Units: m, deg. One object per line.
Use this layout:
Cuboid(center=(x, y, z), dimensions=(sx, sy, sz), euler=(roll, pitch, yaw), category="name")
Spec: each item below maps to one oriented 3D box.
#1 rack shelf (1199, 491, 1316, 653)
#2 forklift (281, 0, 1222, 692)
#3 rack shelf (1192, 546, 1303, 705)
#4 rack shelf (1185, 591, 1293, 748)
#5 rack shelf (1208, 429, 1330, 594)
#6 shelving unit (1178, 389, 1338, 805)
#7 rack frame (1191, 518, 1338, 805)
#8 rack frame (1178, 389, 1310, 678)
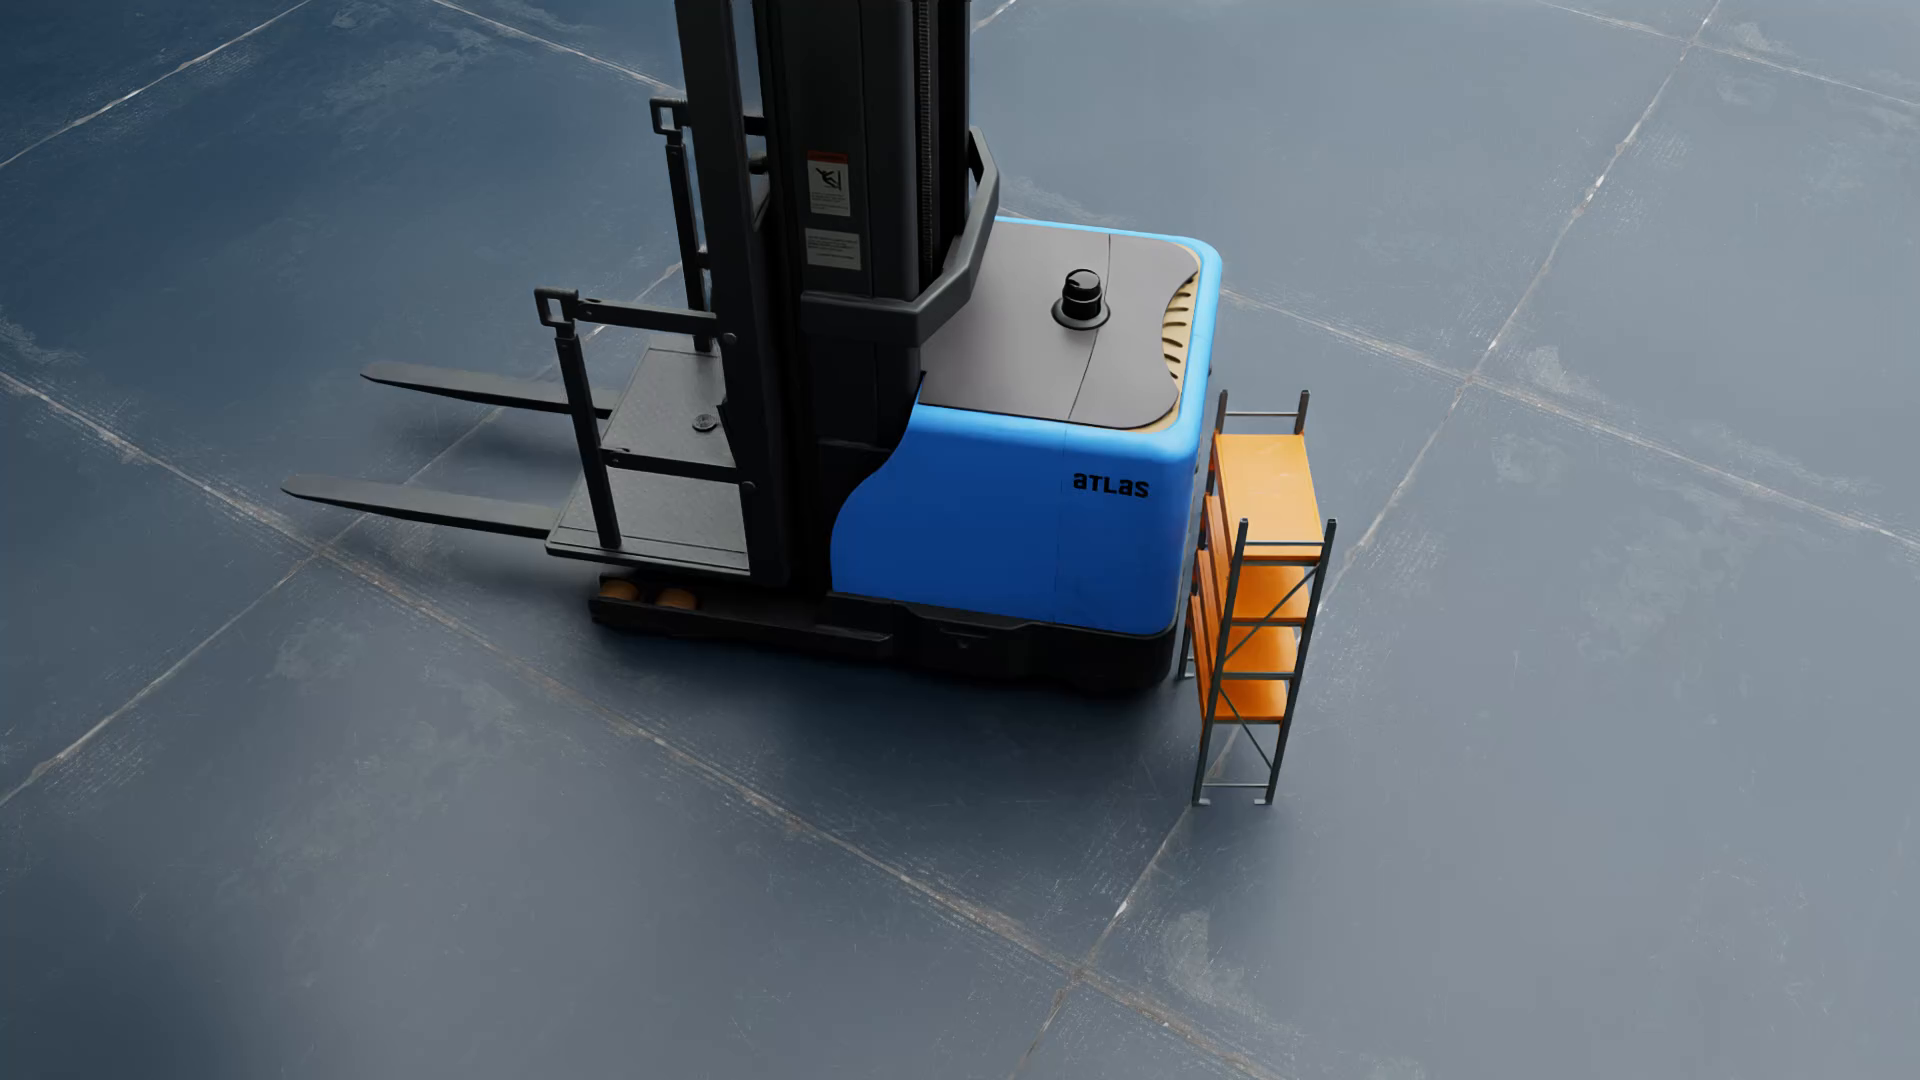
Cuboid(center=(0.817, 0.085, 4.613), dimensions=(0.258, 0.148, 0.480), euler=(0, 46, 0), category="rack shelf")
Cuboid(center=(-0.743, -1.068, 4.744), dimensions=(3.031, 2.935, 1.130), euler=(8, 46, 8), category="forklift")
Cuboid(center=(0.817, 0.240, 4.773), dimensions=(0.258, 0.148, 0.480), euler=(0, 46, 0), category="rack shelf")
Cuboid(center=(0.817, 0.379, 4.916), dimensions=(0.258, 0.148, 0.480), euler=(0, 46, 0), category="rack shelf")
Cuboid(center=(0.817, -0.080, 4.443), dimensions=(0.258, 0.148, 0.480), euler=(0, 46, 0), category="rack shelf")
Cuboid(center=(0.817, 0.194, 4.725), dimensions=(0.258, 1.200, 0.503), euler=(0, 46, 0), category="shelving unit")
Cuboid(center=(0.815, 0.369, 4.555), dimensions=(0.240, 1.200, 0.015), euler=(0, 46, 0), category="rack frame")
Cuboid(center=(0.819, 0.019, 4.895), dimensions=(0.240, 1.200, 0.015), euler=(0, 46, 0), category="rack frame")
